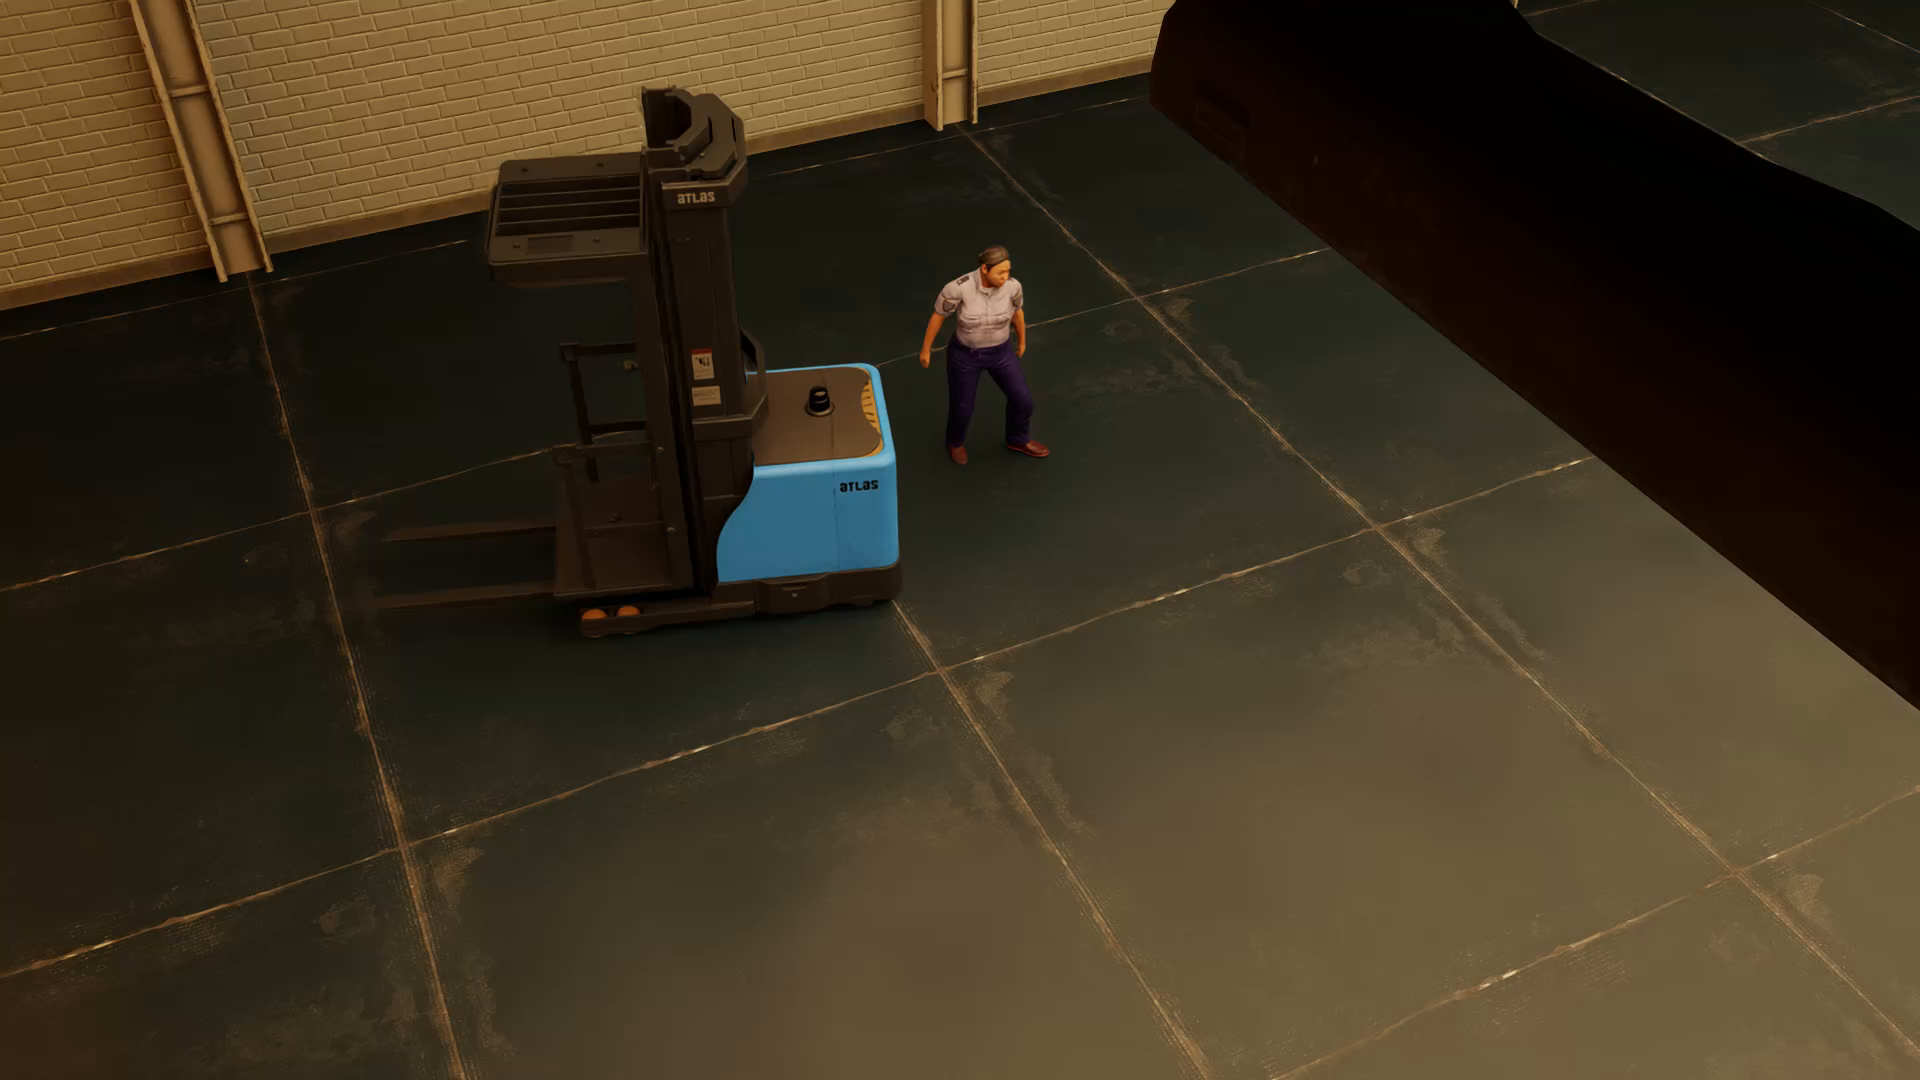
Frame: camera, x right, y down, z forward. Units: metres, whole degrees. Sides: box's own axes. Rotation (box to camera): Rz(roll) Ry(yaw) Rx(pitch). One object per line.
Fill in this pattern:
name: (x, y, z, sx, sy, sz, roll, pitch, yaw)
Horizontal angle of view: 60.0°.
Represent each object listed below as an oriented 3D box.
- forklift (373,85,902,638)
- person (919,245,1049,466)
forklift: (-1.904, -0.924, 9.123, 3.031, 2.935, 1.130, -5, 40, -6)
person: (0.159, -1.177, 10.481, 0.830, 1.625, 0.401, -9, 41, -11)
